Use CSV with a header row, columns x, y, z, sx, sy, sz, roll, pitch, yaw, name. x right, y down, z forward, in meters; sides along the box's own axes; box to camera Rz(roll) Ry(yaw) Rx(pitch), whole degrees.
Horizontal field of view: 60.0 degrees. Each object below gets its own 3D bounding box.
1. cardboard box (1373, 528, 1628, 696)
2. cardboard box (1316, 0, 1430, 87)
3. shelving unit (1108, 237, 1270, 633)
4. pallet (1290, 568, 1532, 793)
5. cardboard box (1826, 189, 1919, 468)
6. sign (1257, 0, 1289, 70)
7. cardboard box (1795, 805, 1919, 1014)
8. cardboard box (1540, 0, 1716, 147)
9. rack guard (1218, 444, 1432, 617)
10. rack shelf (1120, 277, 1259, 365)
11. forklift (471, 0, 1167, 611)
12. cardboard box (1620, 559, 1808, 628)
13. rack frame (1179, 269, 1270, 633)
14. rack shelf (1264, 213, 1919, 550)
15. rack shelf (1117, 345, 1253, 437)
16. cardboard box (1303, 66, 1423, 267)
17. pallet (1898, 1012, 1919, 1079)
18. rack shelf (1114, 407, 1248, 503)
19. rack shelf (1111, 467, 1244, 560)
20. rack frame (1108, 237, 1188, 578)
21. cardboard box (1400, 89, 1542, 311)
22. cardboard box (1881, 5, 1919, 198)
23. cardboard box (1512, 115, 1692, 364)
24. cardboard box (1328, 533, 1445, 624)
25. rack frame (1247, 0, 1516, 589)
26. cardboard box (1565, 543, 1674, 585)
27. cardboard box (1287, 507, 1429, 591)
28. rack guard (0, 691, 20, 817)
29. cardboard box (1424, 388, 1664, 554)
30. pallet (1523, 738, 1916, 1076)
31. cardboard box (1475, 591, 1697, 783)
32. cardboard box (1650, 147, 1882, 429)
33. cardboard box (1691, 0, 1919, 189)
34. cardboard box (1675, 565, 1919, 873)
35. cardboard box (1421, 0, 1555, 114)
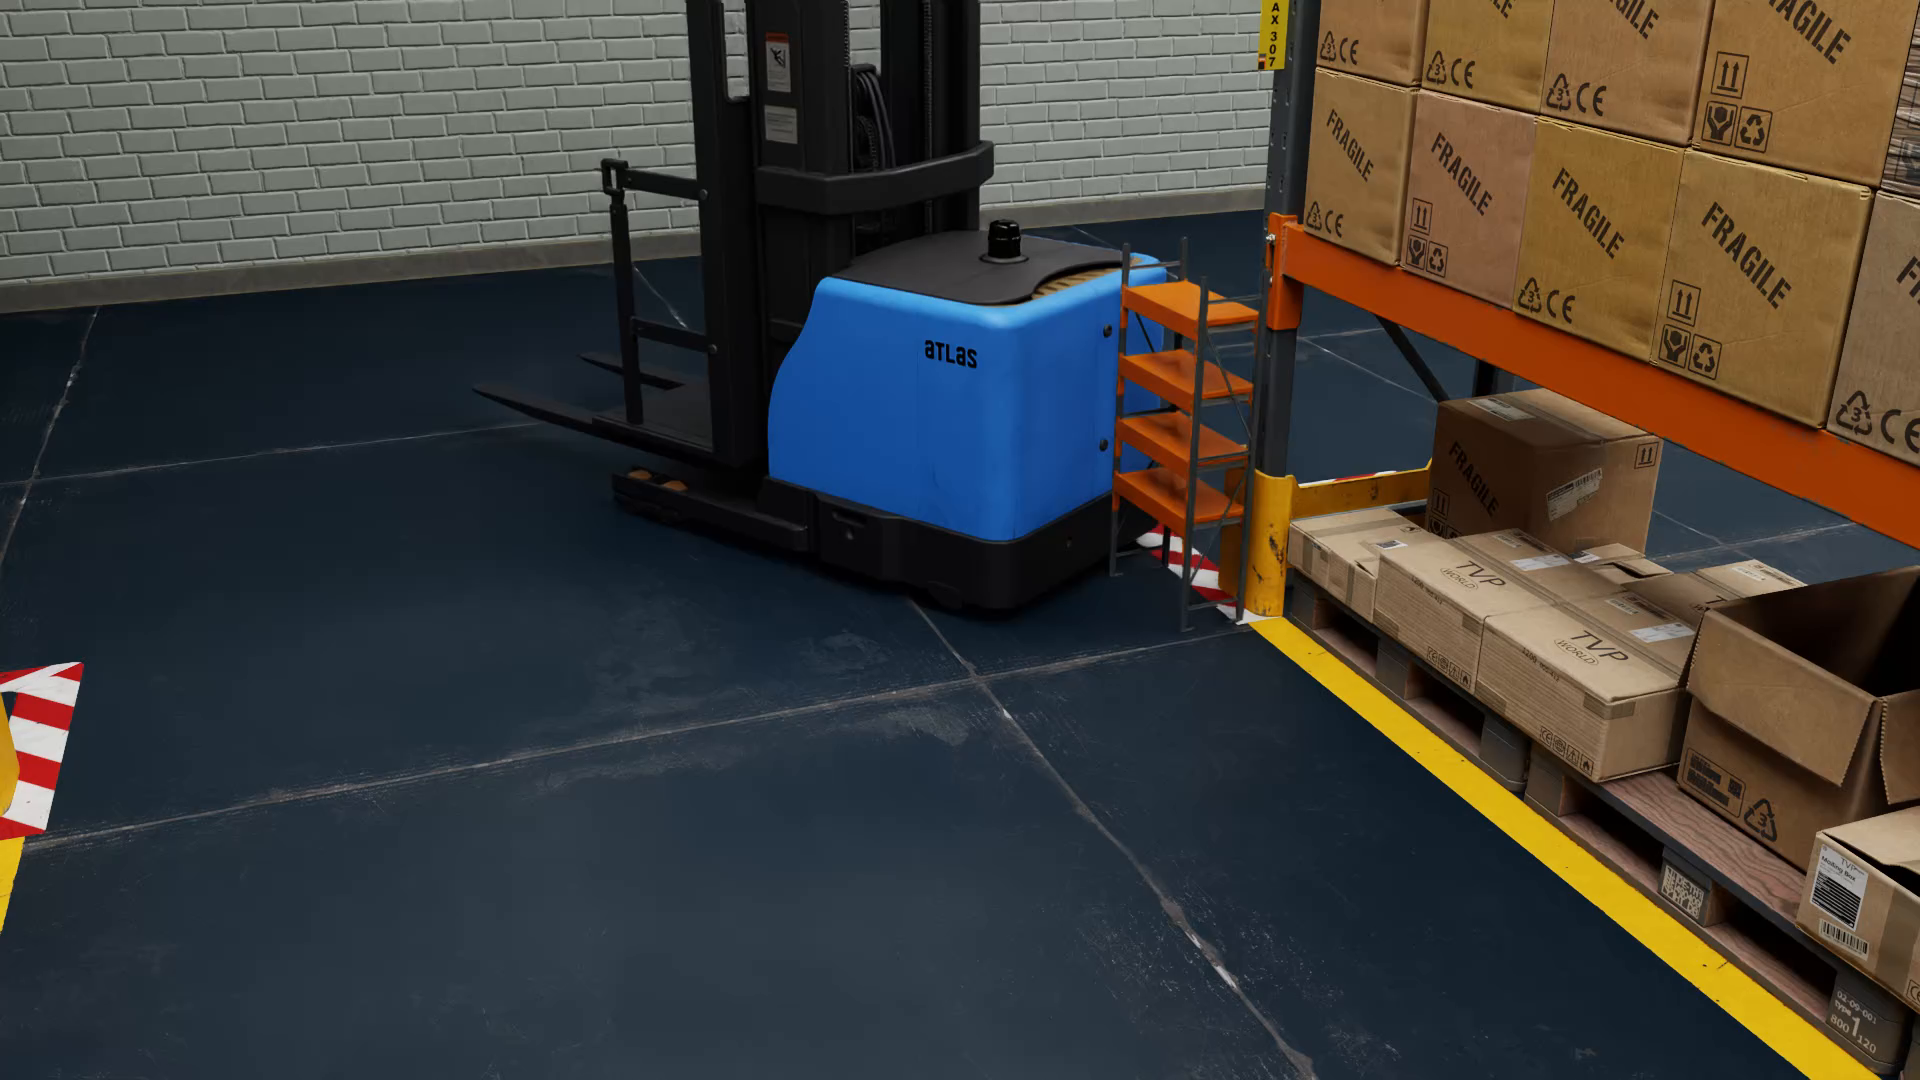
x,y,z,sx,sy,sz,roll,pitch,yaw,name
1.576,0.199,4.889,0.500,0.250,0.500,-8,24,-19,cardboard box
1.383,-1.593,4.751,0.500,0.500,0.500,-8,24,-17,cardboard box
0.744,-0.351,5.536,0.258,1.200,0.503,-9,25,-22,shelving unit
1.782,0.319,5.222,1.003,0.211,1.213,-8,24,-19,pallet
2.102,-0.396,3.199,0.500,0.500,0.500,-8,24,-18,cardboard box
0.965,-1.608,5.088,0.100,0.325,0.005,-8,24,-19,sign
2.154,0.766,3.467,0.500,0.311,0.500,-8,24,-19,cardboard box
1.747,-1.221,3.870,0.500,0.500,0.500,-8,24,-18,cardboard box
1.500,-0.104,5.853,1.175,0.500,0.348,-8,24,-19,rack guard
0.747,-0.714,5.384,0.258,0.148,0.480,-9,25,-22,rack shelf
-0.734,-1.557,6.169,3.031,2.935,1.130,17,28,34,forklift
2.203,0.294,4.664,0.500,0.250,0.500,-8,24,-19,cardboard box
0.843,-0.265,5.331,0.240,1.200,0.015,-9,25,-22,rack frame
2.179,-0.225,3.848,1.077,0.370,4.000,-8,24,-19,rack shelf
0.745,-0.496,5.476,0.258,0.148,0.480,-9,25,-22,rack shelf
1.383,-1.132,4.945,0.500,0.500,0.500,-8,24,-18,cardboard box
2.644,1.205,3.118,1.003,0.211,1.213,-8,24,-19,pallet
0.744,-0.289,5.562,0.258,0.148,0.480,-9,25,-22,rack shelf
0.743,-0.106,5.639,0.258,0.148,0.480,-9,25,-22,rack shelf
0.645,-0.438,5.741,0.240,1.200,0.015,-9,25,-22,rack frame
1.570,-0.945,4.502,0.500,0.500,0.500,-9,24,-20,cardboard box
2.104,-0.854,2.998,0.500,0.500,0.500,-8,24,-19,cardboard box
1.745,-0.763,4.068,0.500,0.500,0.500,-8,24,-19,cardboard box
1.388,0.110,5.209,0.380,0.166,0.250,-8,24,-19,cardboard box
1.473,-1.283,5.433,1.000,3.000,0.127,-8,24,-19,rack frame
1.954,0.143,5.131,0.380,0.166,0.250,-8,24,-19,cardboard box
1.299,0.027,5.428,0.380,0.149,0.250,-8,24,-19,cardboard box
-3.169,0.541,4.323,1.175,0.500,0.348,-8,24,-19,rack guard
1.895,-0.170,5.444,0.500,0.500,0.500,-8,24,-19,cardboard box
2.210,0.761,4.172,1.003,0.211,1.213,-8,24,-19,pallet
1.753,0.381,4.458,0.500,0.250,0.500,-8,24,-19,cardboard box
1.920,-0.581,3.637,0.500,0.500,0.500,-8,24,-18,cardboard box
1.927,-1.037,3.432,0.500,0.500,0.500,-9,24,-19,cardboard box
2.217,0.436,4.002,0.797,0.503,0.637,-8,24,-19,cardboard box
1.575,-1.404,4.303,0.500,0.500,0.500,-8,24,-18,cardboard box
